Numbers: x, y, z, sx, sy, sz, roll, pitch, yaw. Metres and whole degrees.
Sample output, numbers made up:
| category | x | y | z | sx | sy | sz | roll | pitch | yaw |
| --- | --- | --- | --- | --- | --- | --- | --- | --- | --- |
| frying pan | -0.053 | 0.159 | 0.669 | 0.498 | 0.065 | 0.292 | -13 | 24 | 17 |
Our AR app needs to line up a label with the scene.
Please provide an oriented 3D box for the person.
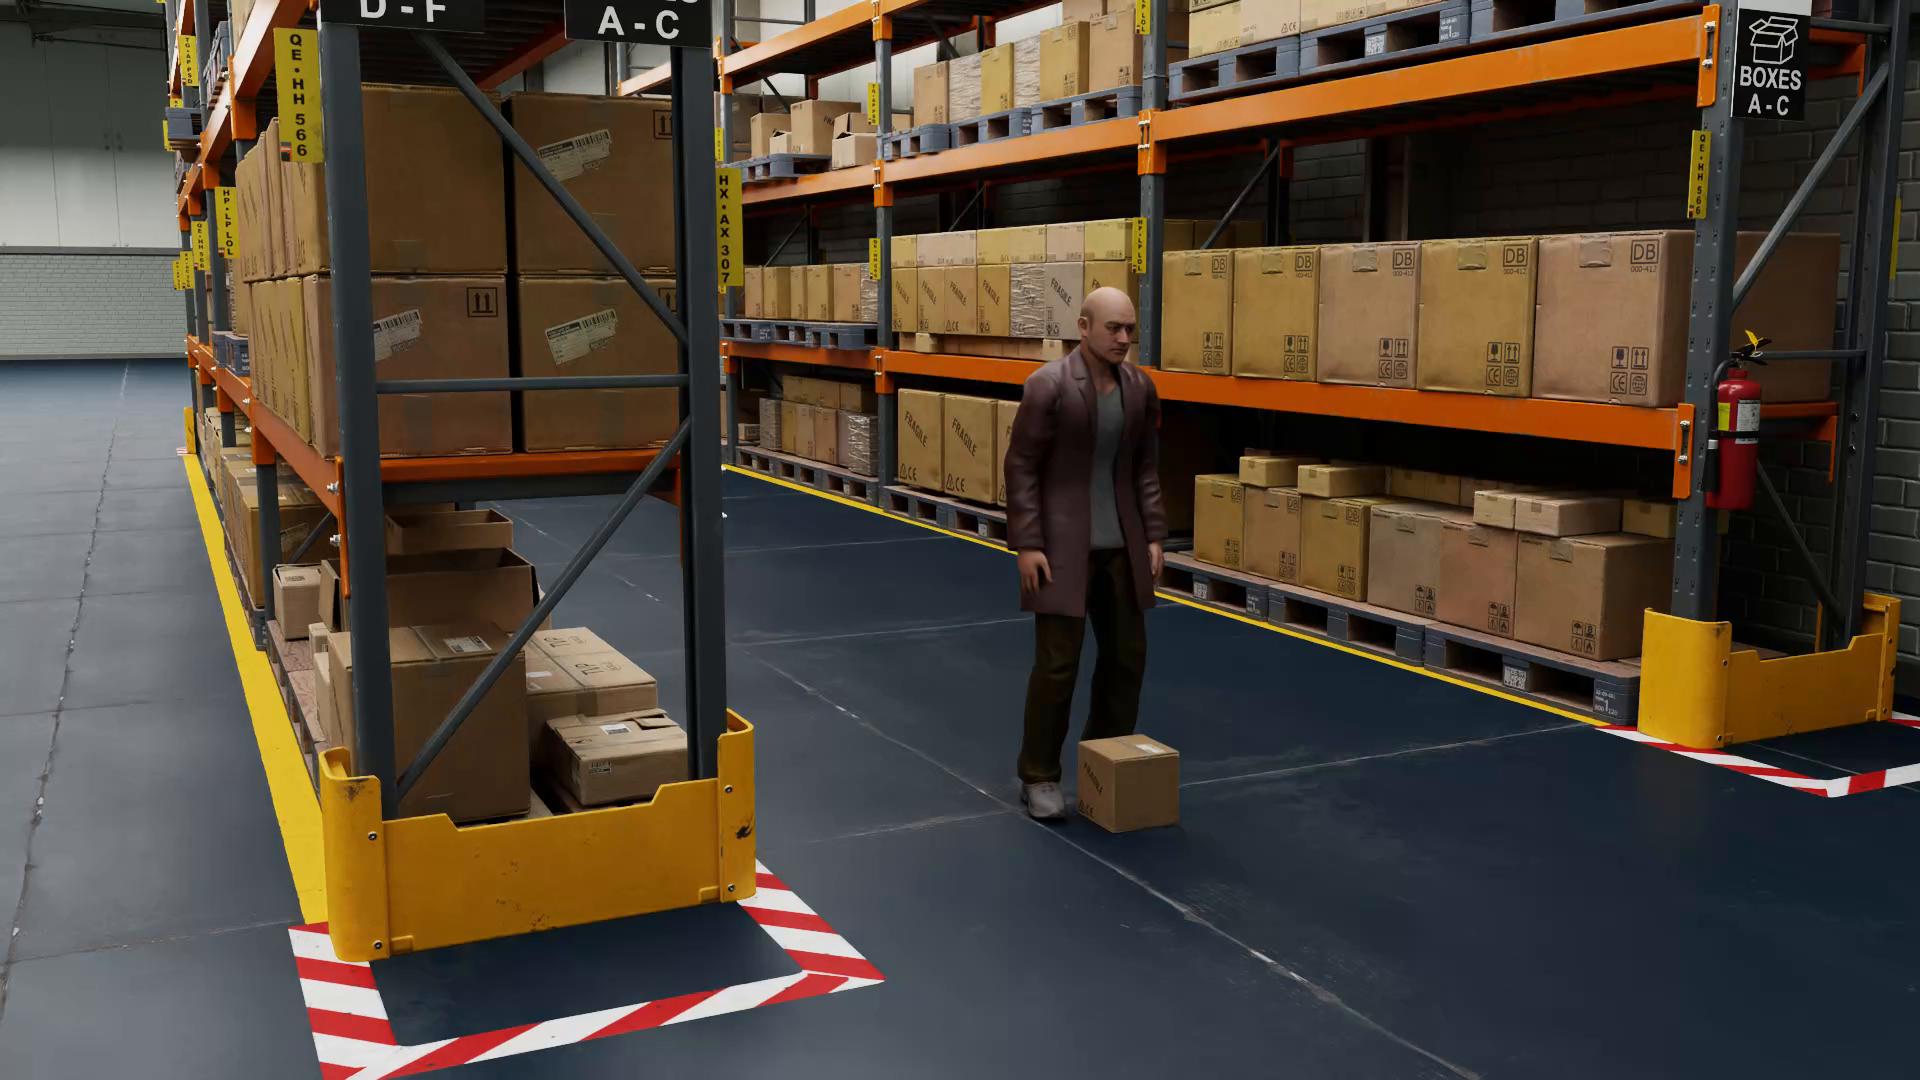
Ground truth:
| category | x | y | z | sx | sy | sz | roll | pitch | yaw |
| --- | --- | --- | --- | --- | --- | --- | --- | --- | --- |
| person | 0.448 | 0.030 | 5.691 | 0.640 | 1.772 | 0.428 | -5 | 9 | -28 |
